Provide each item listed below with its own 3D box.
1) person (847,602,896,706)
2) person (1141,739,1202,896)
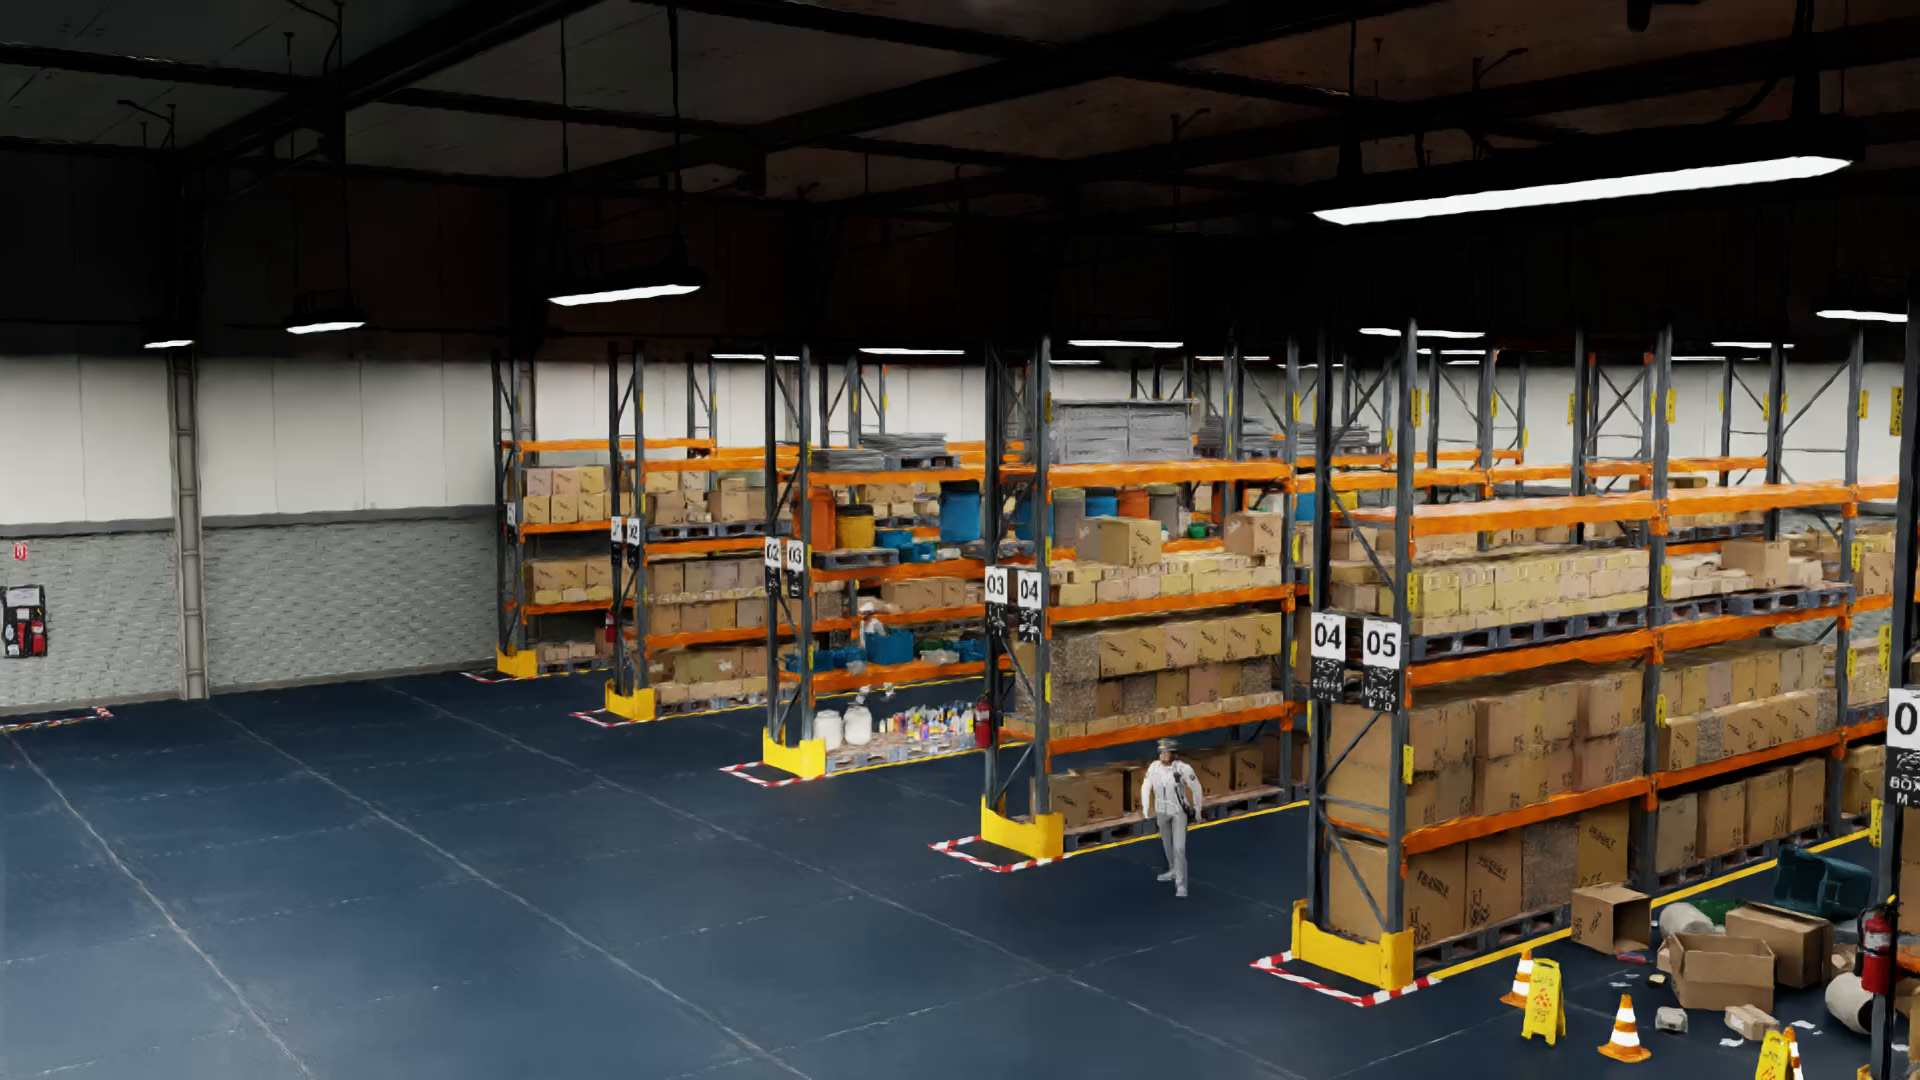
[{"bbox_3d":[-1.493,1.878,27.550,1.125,1.708,0.557,-4,6,-39],"label":"person"},{"bbox_3d":[2.224,2.836,17.316,0.644,1.615,0.783,3,6,34],"label":"person"}]
